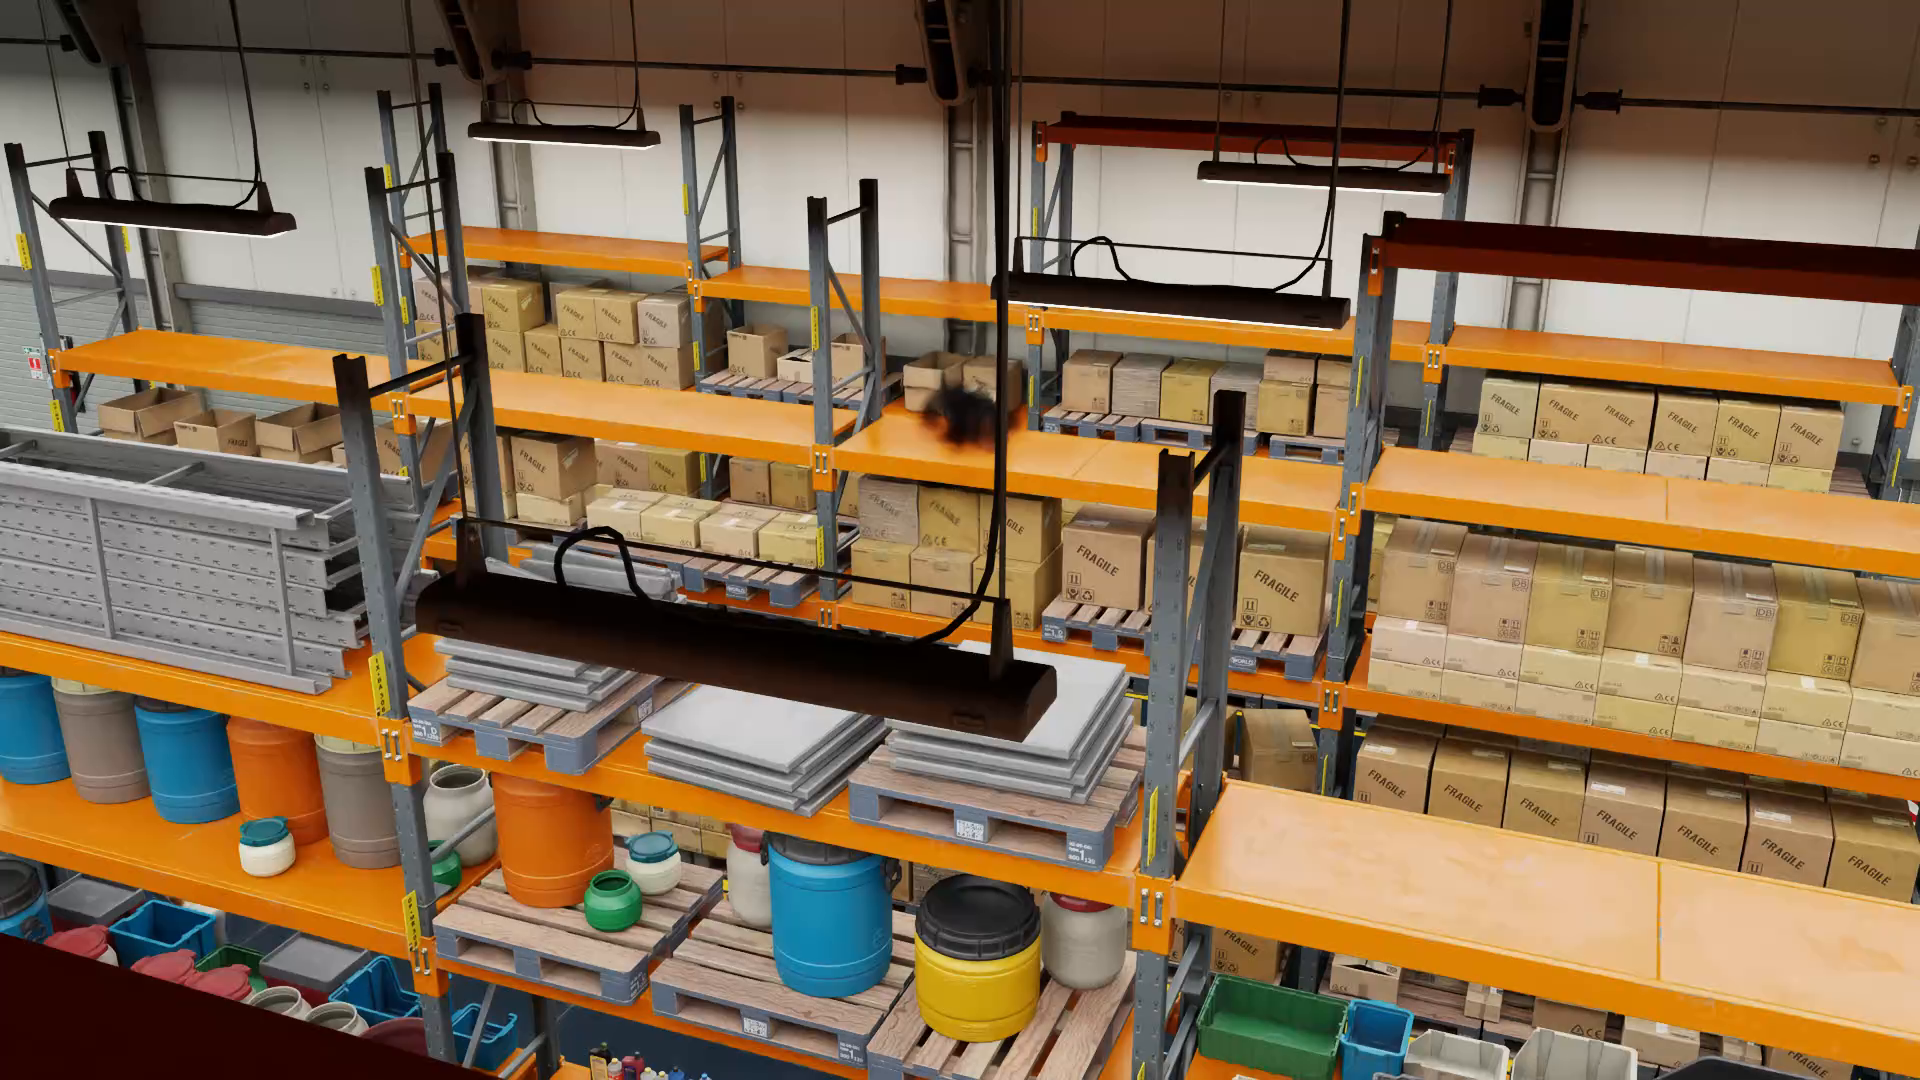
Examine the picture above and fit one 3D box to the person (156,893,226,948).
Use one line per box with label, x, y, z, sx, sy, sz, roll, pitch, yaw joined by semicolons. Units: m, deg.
person;-5.837;2.855;12.596;0.771;1.623;0.562;9;23;23
